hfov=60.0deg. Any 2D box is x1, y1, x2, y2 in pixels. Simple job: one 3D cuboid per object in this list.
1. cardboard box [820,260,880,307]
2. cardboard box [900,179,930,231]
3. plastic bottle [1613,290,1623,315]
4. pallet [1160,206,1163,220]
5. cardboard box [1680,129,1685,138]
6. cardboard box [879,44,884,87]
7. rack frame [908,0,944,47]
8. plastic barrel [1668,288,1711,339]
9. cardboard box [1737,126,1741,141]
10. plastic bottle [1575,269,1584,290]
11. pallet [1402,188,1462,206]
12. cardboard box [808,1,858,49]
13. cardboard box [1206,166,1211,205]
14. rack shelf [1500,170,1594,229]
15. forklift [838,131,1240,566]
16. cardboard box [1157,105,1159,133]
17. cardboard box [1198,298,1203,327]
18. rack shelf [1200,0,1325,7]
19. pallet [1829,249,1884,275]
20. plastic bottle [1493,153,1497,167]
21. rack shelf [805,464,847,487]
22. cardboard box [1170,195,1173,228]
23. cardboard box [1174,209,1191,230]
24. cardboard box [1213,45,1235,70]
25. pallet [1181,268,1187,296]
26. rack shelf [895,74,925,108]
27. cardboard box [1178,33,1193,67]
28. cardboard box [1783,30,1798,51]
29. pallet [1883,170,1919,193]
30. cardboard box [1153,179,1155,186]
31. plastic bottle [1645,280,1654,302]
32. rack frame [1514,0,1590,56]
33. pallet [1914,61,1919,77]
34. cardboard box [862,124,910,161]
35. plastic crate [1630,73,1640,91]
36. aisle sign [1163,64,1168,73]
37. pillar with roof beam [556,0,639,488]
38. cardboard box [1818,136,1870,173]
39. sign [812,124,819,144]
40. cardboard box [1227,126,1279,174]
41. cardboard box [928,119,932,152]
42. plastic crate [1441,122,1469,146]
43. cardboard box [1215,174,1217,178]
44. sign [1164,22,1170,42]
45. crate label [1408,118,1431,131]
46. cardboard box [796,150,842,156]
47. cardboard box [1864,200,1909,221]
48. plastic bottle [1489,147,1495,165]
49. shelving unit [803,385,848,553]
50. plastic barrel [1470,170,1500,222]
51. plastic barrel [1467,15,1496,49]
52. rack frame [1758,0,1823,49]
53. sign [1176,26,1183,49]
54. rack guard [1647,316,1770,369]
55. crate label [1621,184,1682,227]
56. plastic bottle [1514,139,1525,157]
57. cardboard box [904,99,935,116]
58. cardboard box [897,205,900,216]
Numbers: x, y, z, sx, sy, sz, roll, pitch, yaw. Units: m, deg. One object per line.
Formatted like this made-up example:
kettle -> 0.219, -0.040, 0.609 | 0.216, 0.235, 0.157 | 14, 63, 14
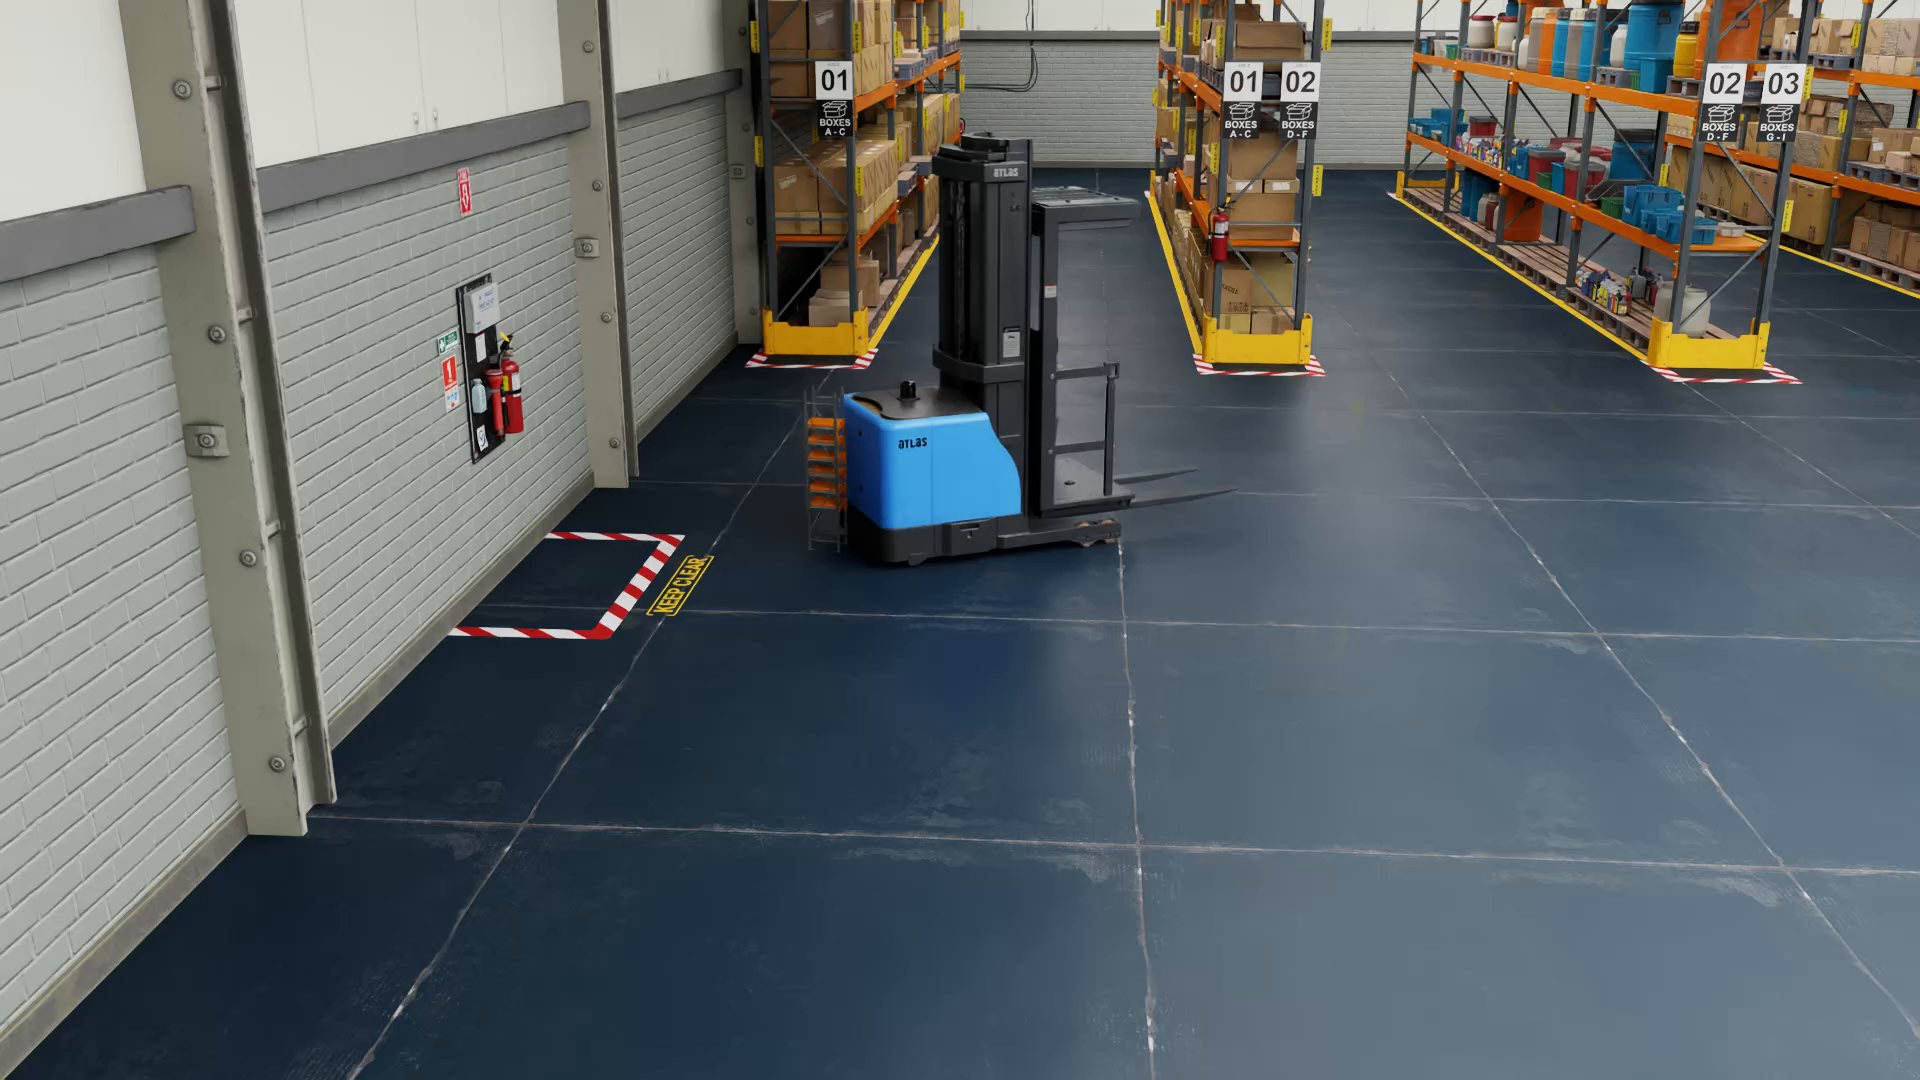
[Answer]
cardboard box -> -1.365, -3.185, 20.635 | 0.700, 0.500, 0.500 | 0, 18, 0
cardboard box -> -0.890, -5.436, 26.972 | 0.750, 0.750, 0.750 | 1, 18, 3
plastic bottle -> 7.919, -2.861, 19.994 | 0.061, 0.283, 0.133 | 2, 18, 5
pallet -> 4.204, -6.053, 30.558 | 1.003, 0.211, 1.213 | 1, 18, 4
cardboard box -> 13.914, -7.723, 31.577 | 0.380, 0.149, 0.250 | 1, 18, 3
cardboard box -> -1.201, -5.780, 20.236 | 0.500, 0.500, 0.500 | 1, 18, 2
rack frame -> -0.787, -10.125, 28.872 | 1.000, 3.000, 0.127 | 1, 18, 4
plastic barrel -> 8.205, -2.550, 18.708 | 0.421, 0.512, 0.421 | 0, 18, 0
cardboard box -> 13.805, -7.156, 29.207 | 0.500, 0.250, 0.500 | 1, 18, 3
plastic bottle -> 8.061, -3.392, 21.633 | 0.097, 0.271, 0.097 | 0, 18, 0
pallet -> 9.283, -6.715, 32.578 | 1.003, 0.211, 1.213 | 1, 18, 4
cardboard box -> -1.378, -5.619, 18.139 | 0.500, 0.500, 0.500 | 0, 18, 0
cardboard box -> 3.555, -4.590, 21.453 | 0.700, 0.500, 0.500 | 1, 18, 2
rack shelf -> 8.664, -4.848, 23.556 | 1.077, 0.370, 4.000 | 1, 18, 4
forklift -> 0.654, -1.493, 12.272 | 3.031, 2.935, 1.130 | -8, 20, -22
cardboard box -> 4.146, -8.323, 32.846 | 0.500, 0.500, 0.500 | 2, 18, 5
cardboard box -> 3.061, -2.660, 19.464 | 0.500, 0.250, 0.500 | 1, 18, 4
rack shelf -> 3.437, -6.378, 19.234 | 1.077, 0.370, 4.000 | 1, 18, 4
pallet -> 13.690, -4.133, 24.696 | 1.003, 0.211, 1.213 | 1, 18, 4
plastic bottle -> 8.461, -5.989, 26.203 | 0.097, 0.201, 0.097 | 0, 18, 0
rack shelf -> -0.971, -0.470, 12.063 | 0.258, 0.103, 0.180 | 5, 20, 13
cardboard box -> 3.738, -5.400, 27.395 | 0.500, 0.500, 0.500 | 1, 18, 2
cardboard box -> 3.537, -4.926, 25.480 | 0.500, 0.311, 0.500 | 2, 18, 6
cardboard box -> 3.113, -5.422, 18.677 | 0.500, 0.250, 0.500 | 1, 18, 4
pallet -> 3.595, -3.585, 23.025 | 1.003, 0.211, 1.213 | 1, 18, 4
rack shelf -> -1.217, -6.495, 23.764 | 1.077, 0.370, 4.000 | 1, 18, 4
cardboard box -> 3.902, -7.690, 26.098 | 0.910, 0.500, 0.500 | 1, 18, 4
cardboard box -> 13.866, -8.187, 27.242 | 0.500, 0.311, 0.500 | 1, 18, 2
pallet -> 13.647, -4.994, 23.153 | 1.003, 0.211, 1.213 | 1, 18, 4
cardboard box -> 4.068, -7.139, 33.266 | 0.380, 0.149, 0.250 | 1, 18, 4
plastic bottle -> 8.621, -3.115, 20.768 | 0.061, 0.283, 0.133 | 1, 18, 4
rack frame -> 8.808, -8.662, 24.406 | 1.000, 3.000, 0.127 | 1, 18, 4
pallet -> 13.683, -6.306, 22.335 | 1.213, 0.211, 1.003 | 1, 18, 4
cardboard box -> -1.111, -5.968, 24.953 | 0.700, 0.500, 0.500 | 0, 18, -1
plastic crate -> 8.136, -5.409, 19.638 | 0.336, 0.188, 0.450 | 1, 18, 4
aisle sign -> 4.153, -9.670, 32.944 | 0.394, 0.787, 0.004 | 1, 18, 4
pillar with roof beam -> 1.404, -4.676, 12.240 | 9.100, 9.000, 0.400 | 1, 18, 4
cardboard box -> 13.536, -5.907, 25.472 | 0.500, 0.500, 0.500 | 2, 18, 6
sign -> -1.914, -5.351, 22.078 | 0.100, 0.325, 0.005 | 1, 18, 4
cardboard box -> 3.376, -4.427, 18.871 | 0.700, 0.500, 0.500 | 1, 18, 2
cardboard box -> -0.737, -6.538, 26.889 | 0.500, 0.500, 0.500 | 2, 18, 6
plastic crate -> 8.788, -7.227, 29.590 | 0.392, 0.384, 0.575 | 1, 18, 4
cardboard box -> 3.240, -4.399, 19.827 | 0.380, 0.149, 0.250 | 1, 18, 3
sign -> 3.612, -8.846, 28.955 | 0.100, 0.325, 0.005 | 1, 18, 4
crate label -> 9.035, -8.175, 32.728 | 0.416, 0.233, 0.303 | 1, 18, 4
cardboard box -> -1.711, -4.466, 20.241 | 0.500, 0.500, 0.500 | 2, 18, 5
cardboard box -> 13.730, -4.869, 24.569 | 0.500, 0.250, 0.500 | 2, 18, 6
plastic bottle -> 8.482, -6.113, 26.468 | 0.097, 0.271, 0.097 | 0, 18, 0
shelving unit -> -0.971, -0.512, 12.048 | 0.258, 1.200, 0.189 | 5, 20, 13
plastic barrel -> 8.988, -5.867, 28.207 | 0.600, 0.901, 0.708 | 1, 18, 4
plastic barrel -> 8.807, -8.585, 28.096 | 0.433, 0.535, 0.433 | 0, 18, 0
rack frame -> 14.035, -9.794, 27.860 | 1.000, 3.000, 0.127 | 1, 18, 4
sign -> 3.326, -7.607, 25.172 | 0.100, 0.325, 0.005 | 1, 18, 4
rack guard -> 8.193, -2.163, 18.222 | 1.175, 0.500, 0.348 | 1, 18, 4
crate label -> 8.096, -3.921, 19.515 | 0.502, 0.435, 0.616 | 1, 18, 4
plastic bottle -> 9.115, -6.357, 27.084 | 0.144, 0.351, 0.185 | 1, 18, 4
cardboard box -> -0.684, -7.203, 27.714 | 0.500, 0.250, 0.500 | 1, 18, 3
cardboard box -> -1.177, -5.009, 24.997 | 0.500, 0.250, 0.500 | 2, 18, 5
